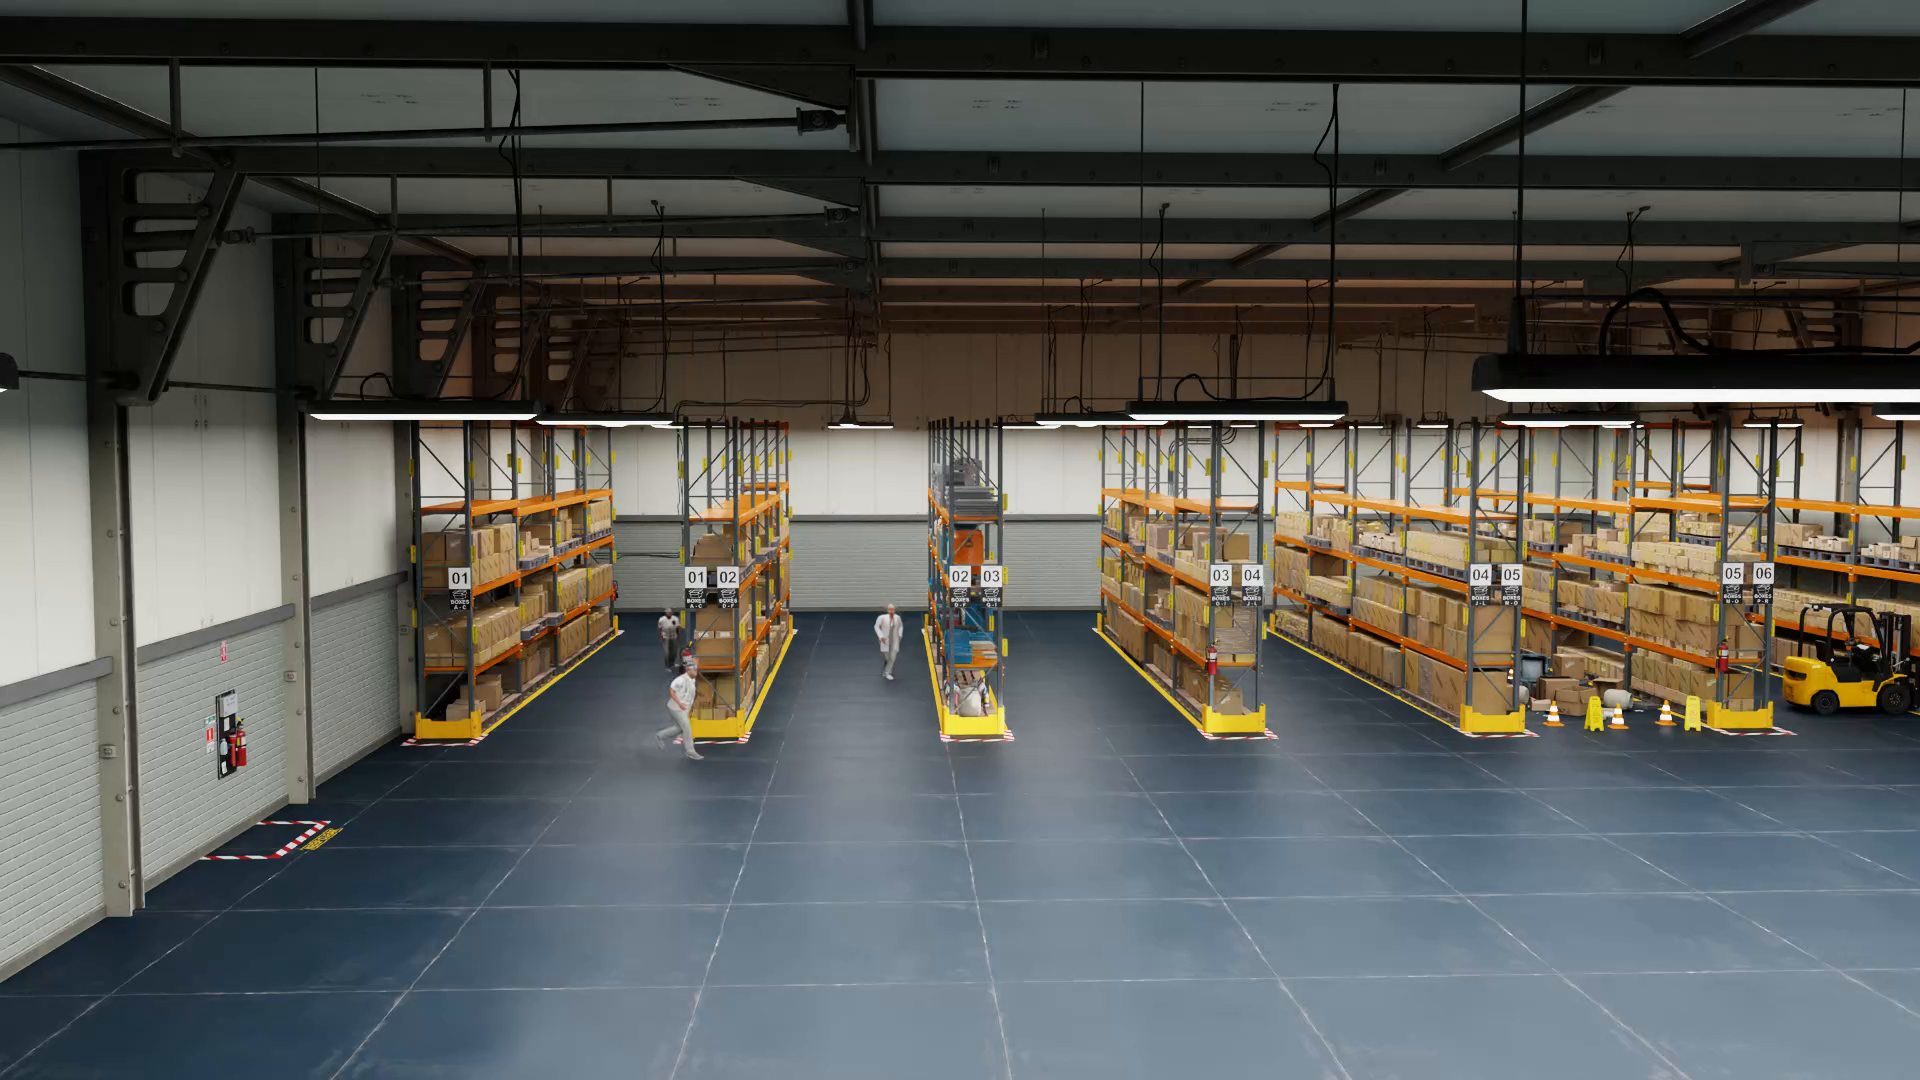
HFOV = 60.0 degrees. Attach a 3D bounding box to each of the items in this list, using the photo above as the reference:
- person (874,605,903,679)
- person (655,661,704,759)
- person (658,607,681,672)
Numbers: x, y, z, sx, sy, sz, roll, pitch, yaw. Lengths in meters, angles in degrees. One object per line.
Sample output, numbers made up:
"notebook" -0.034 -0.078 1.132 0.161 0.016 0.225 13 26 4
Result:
"person" -1.664 2.350 38.655 0.707 1.731 0.649 -1 4 -15
"person" -4.952 2.972 29.181 0.960 1.730 0.646 2 4 24
"person" -6.932 2.345 39.700 0.601 1.584 0.810 -2 4 -24
